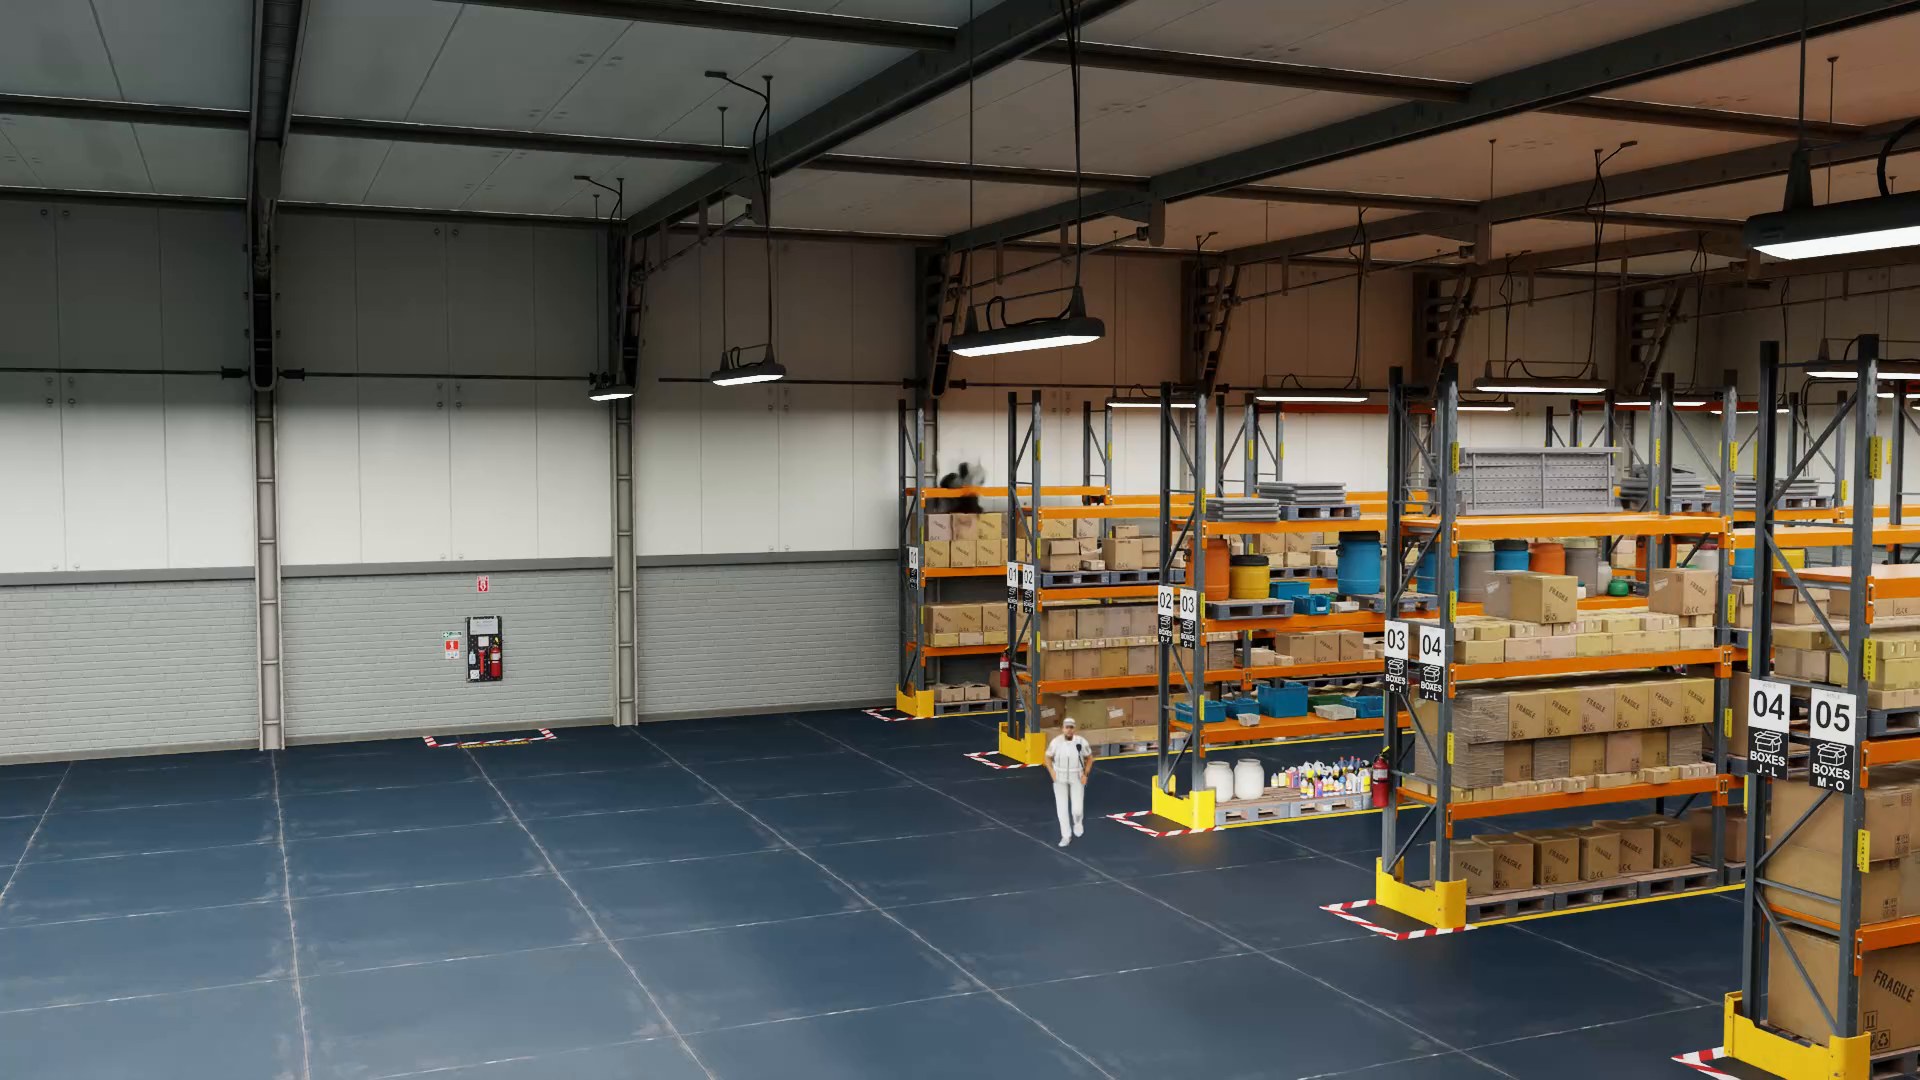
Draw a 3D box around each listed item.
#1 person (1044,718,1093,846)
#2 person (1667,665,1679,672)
[{"bbox_3d":[1.395,3.100,21.447,0.627,1.636,0.532,0,3,6],"label":"person"},{"bbox_3d":[12.679,2.587,30.006,0.491,1.658,0.624,-2,4,-32],"label":"person"}]
